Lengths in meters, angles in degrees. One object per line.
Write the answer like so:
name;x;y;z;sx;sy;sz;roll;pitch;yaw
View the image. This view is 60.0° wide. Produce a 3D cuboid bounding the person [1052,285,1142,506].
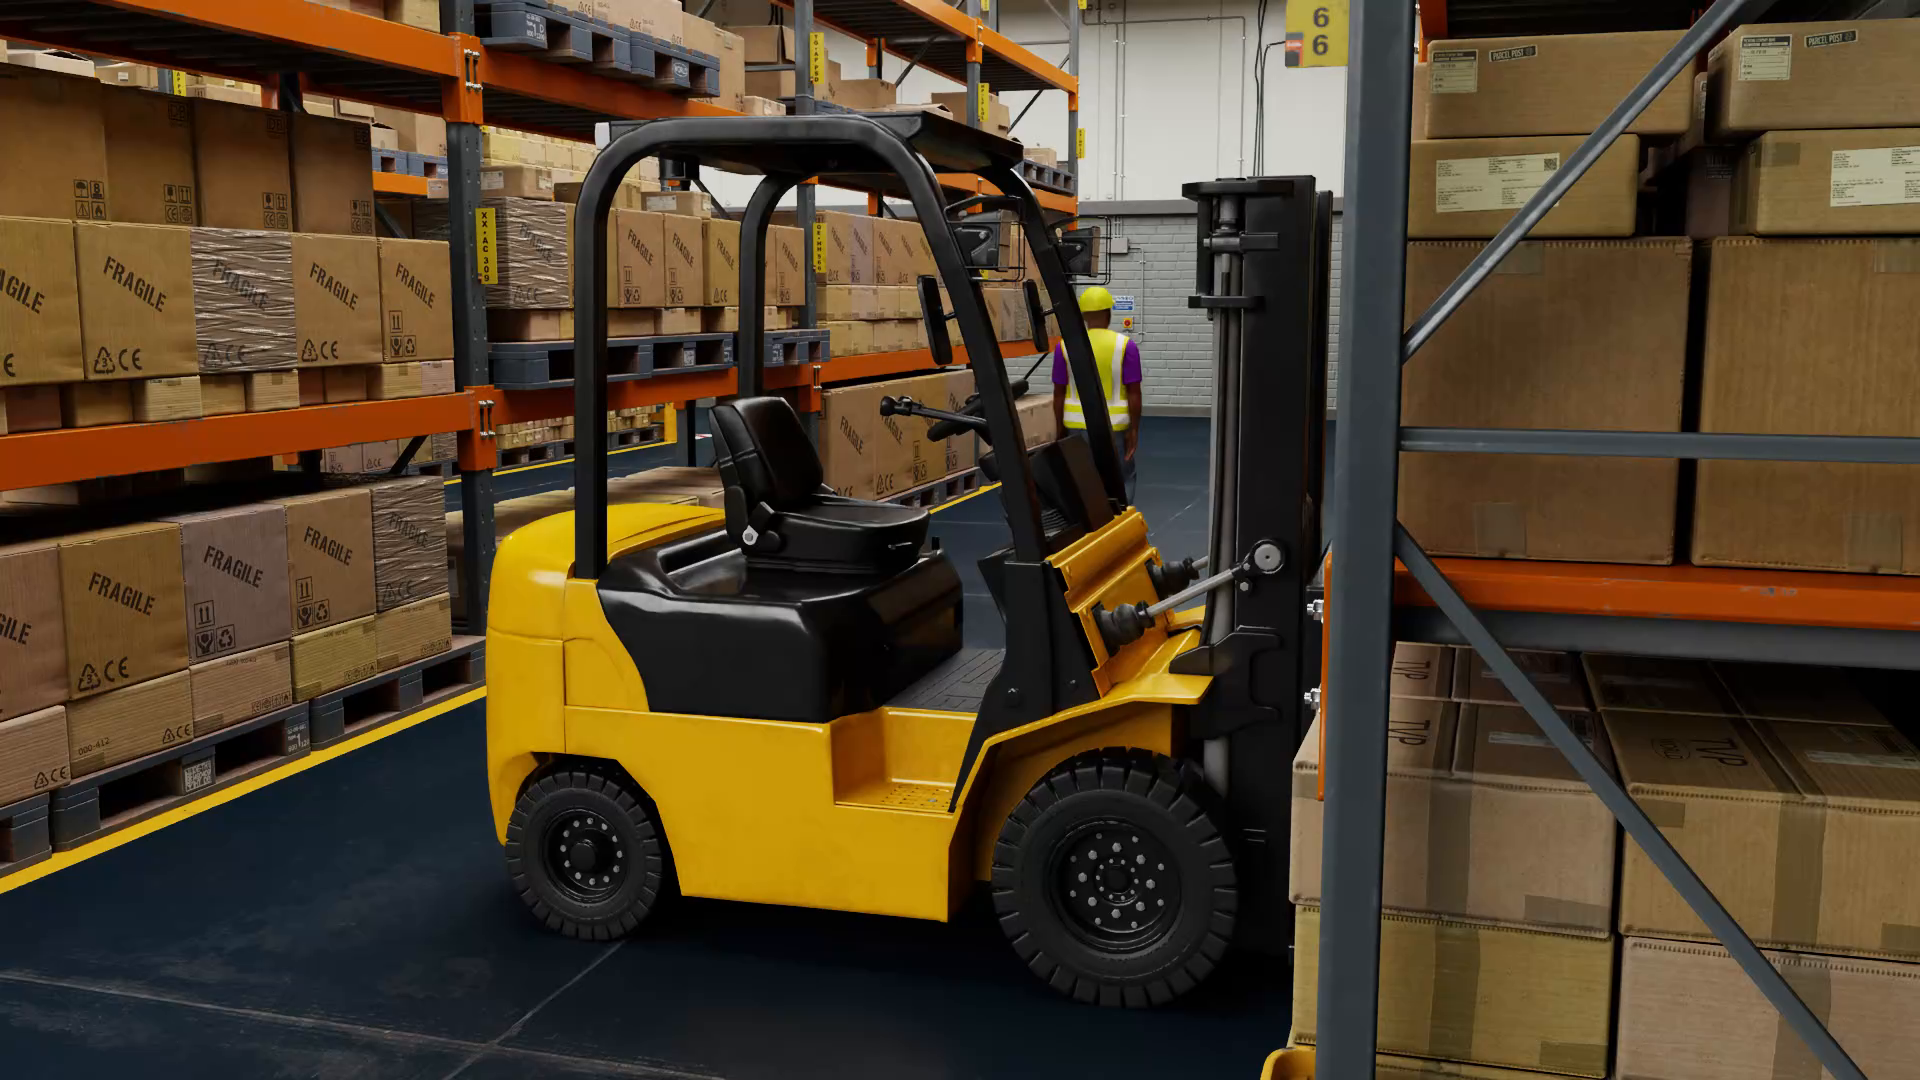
person;0.864;-0.685;10.367;0.565;1.784;0.456;2;8;12
